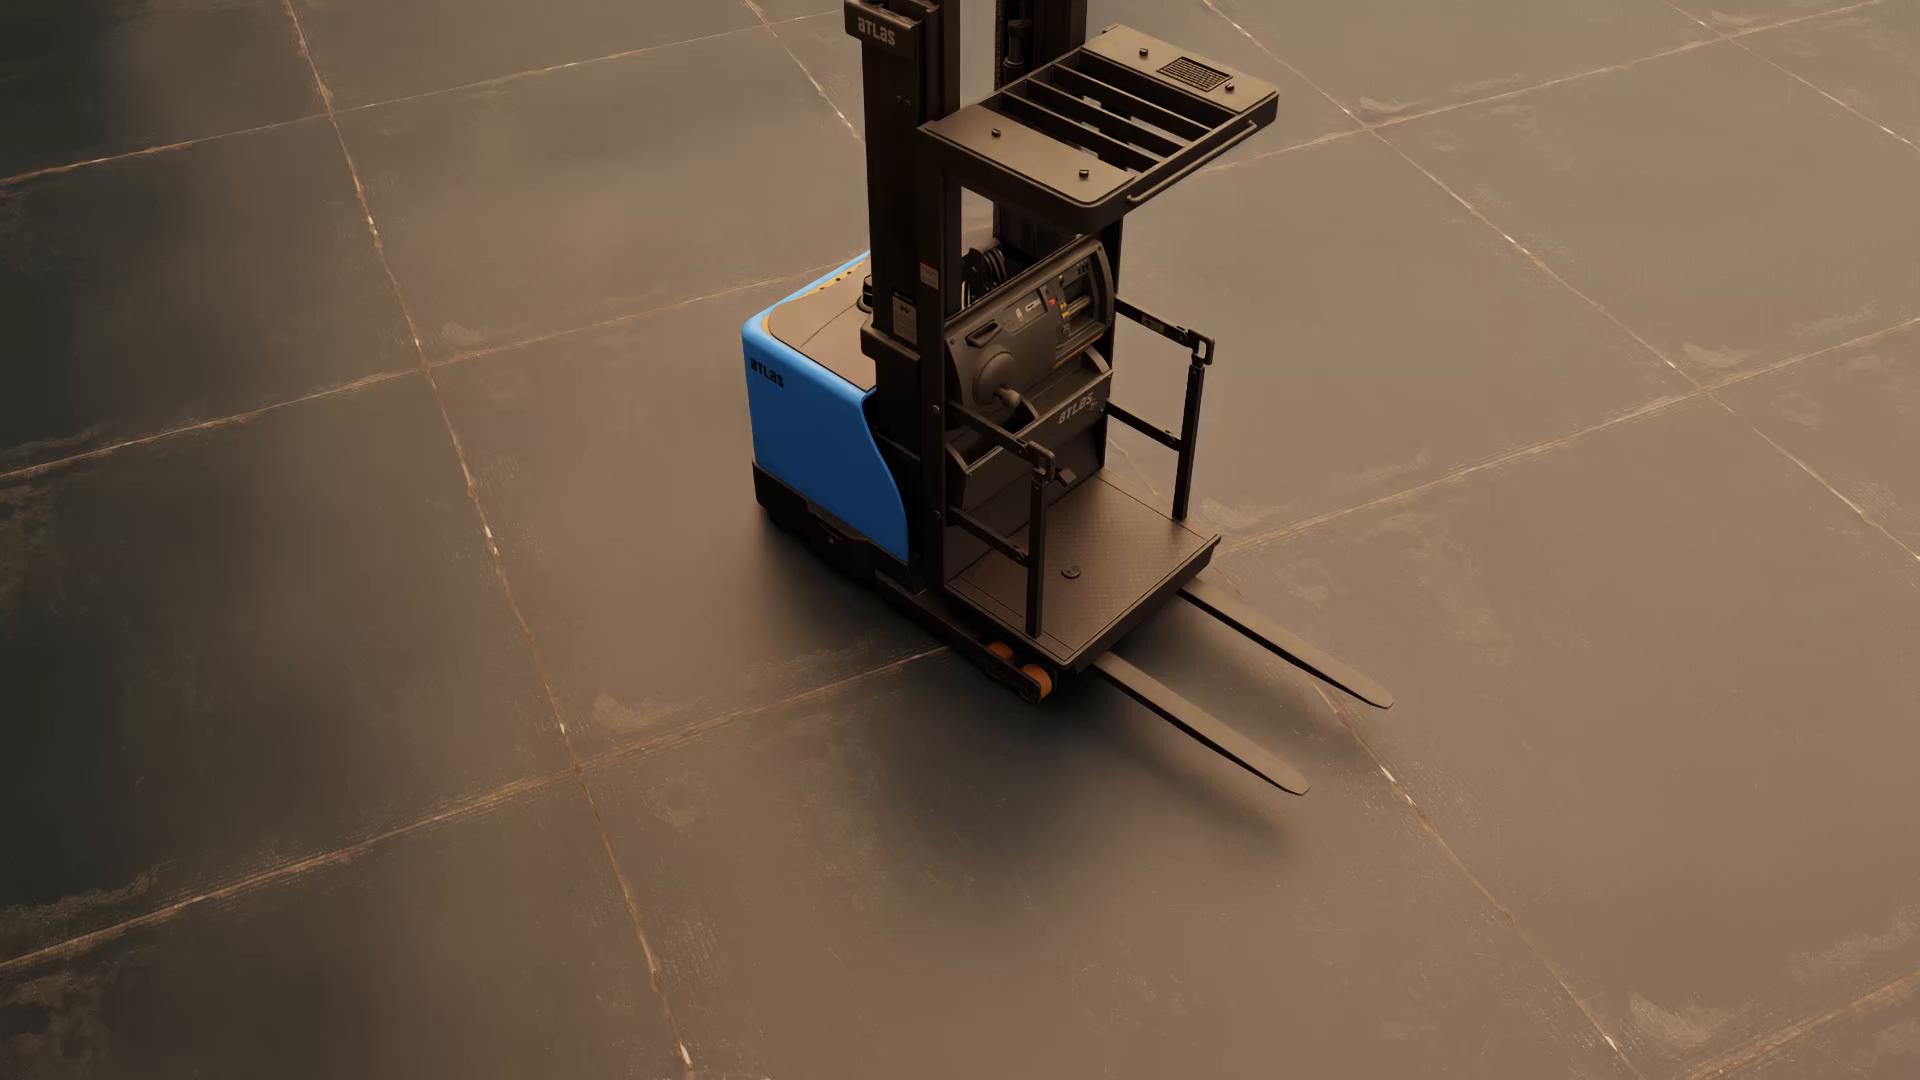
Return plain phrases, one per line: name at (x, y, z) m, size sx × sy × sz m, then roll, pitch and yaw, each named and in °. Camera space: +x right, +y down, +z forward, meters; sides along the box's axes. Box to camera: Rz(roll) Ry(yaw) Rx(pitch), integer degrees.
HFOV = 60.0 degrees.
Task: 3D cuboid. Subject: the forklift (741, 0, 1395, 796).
forklift at (0.445, -0.788, 6.525) m, size 3.031 × 2.935 × 1.130 m, roll 32°, pitch 52°, yaw 30°
